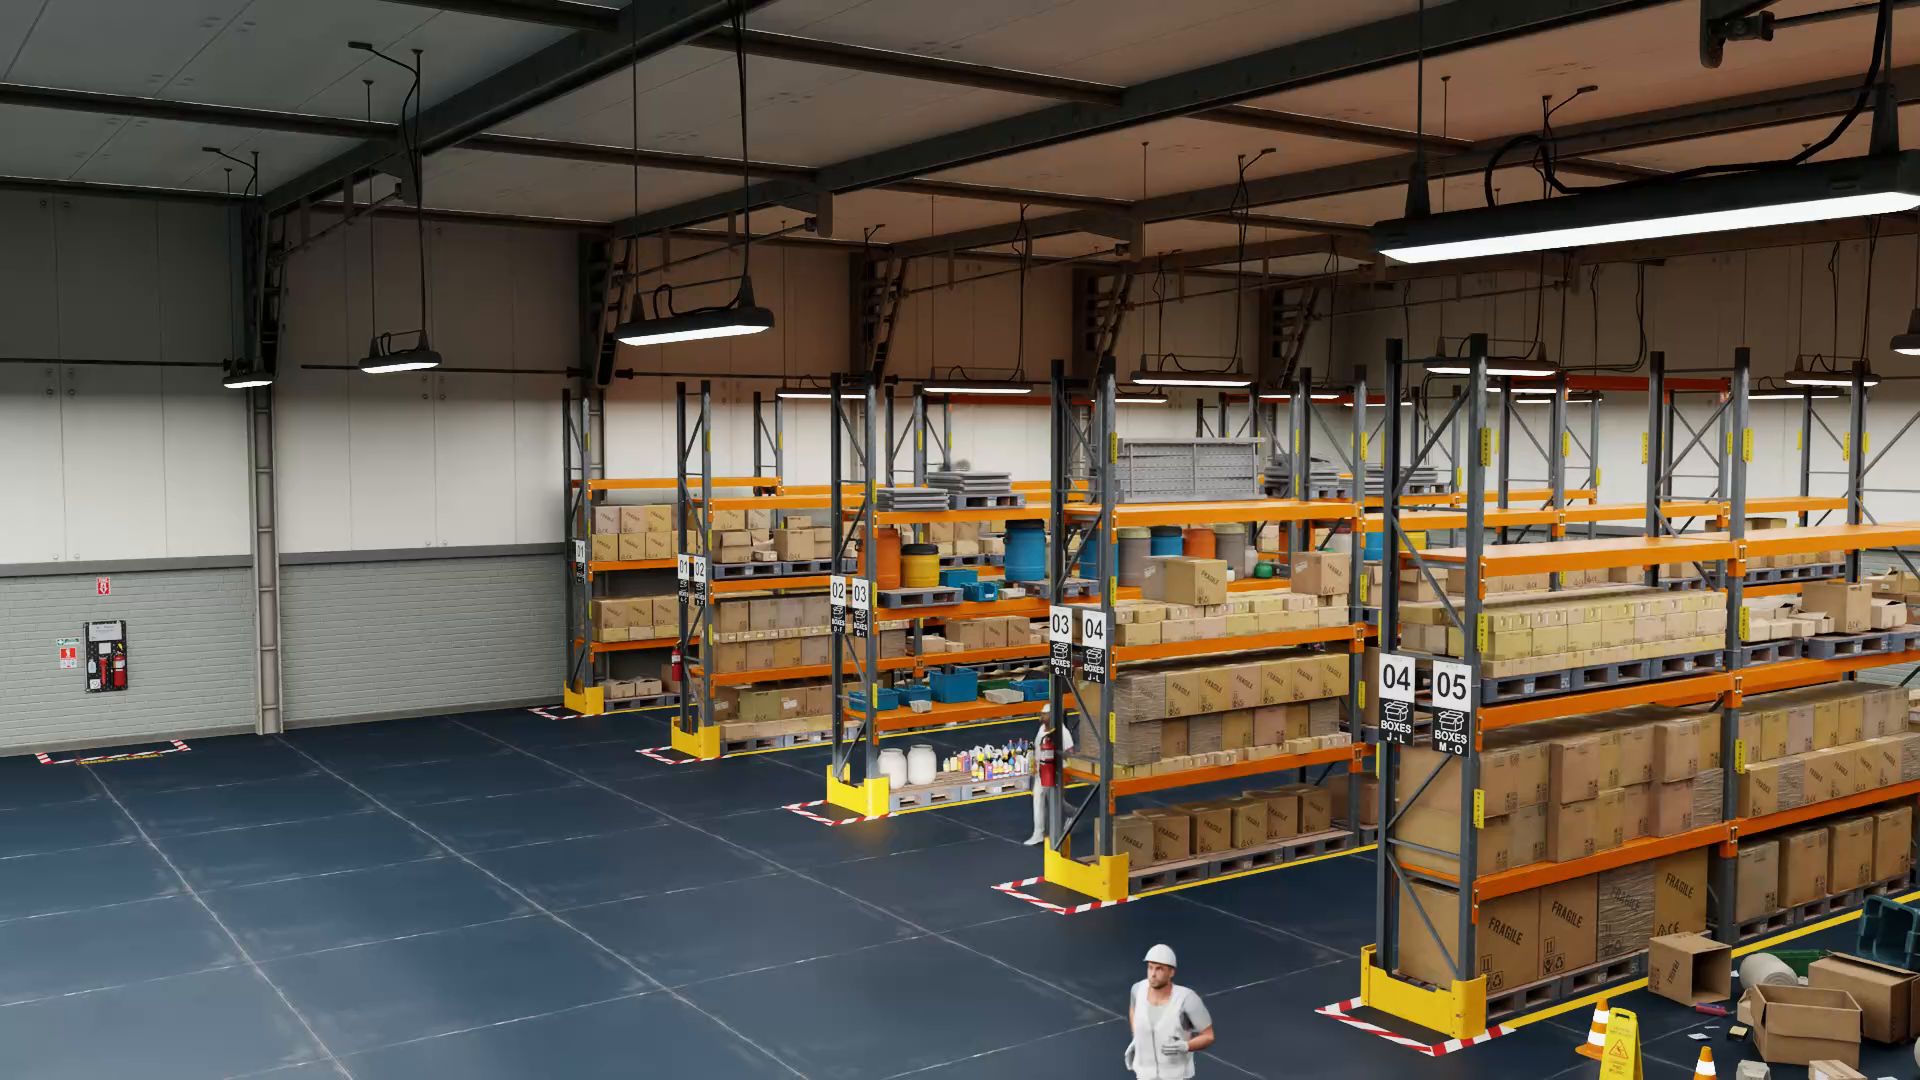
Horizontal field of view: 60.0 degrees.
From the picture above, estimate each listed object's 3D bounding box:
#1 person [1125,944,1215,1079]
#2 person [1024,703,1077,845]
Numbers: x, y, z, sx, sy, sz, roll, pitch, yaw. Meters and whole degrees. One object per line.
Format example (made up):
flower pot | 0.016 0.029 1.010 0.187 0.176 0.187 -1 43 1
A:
person | 1.372 3.558 10.978 0.629 1.817 0.912 1 4 21
person | 1.182 2.939 21.005 0.874 1.766 0.691 -3 5 -39
